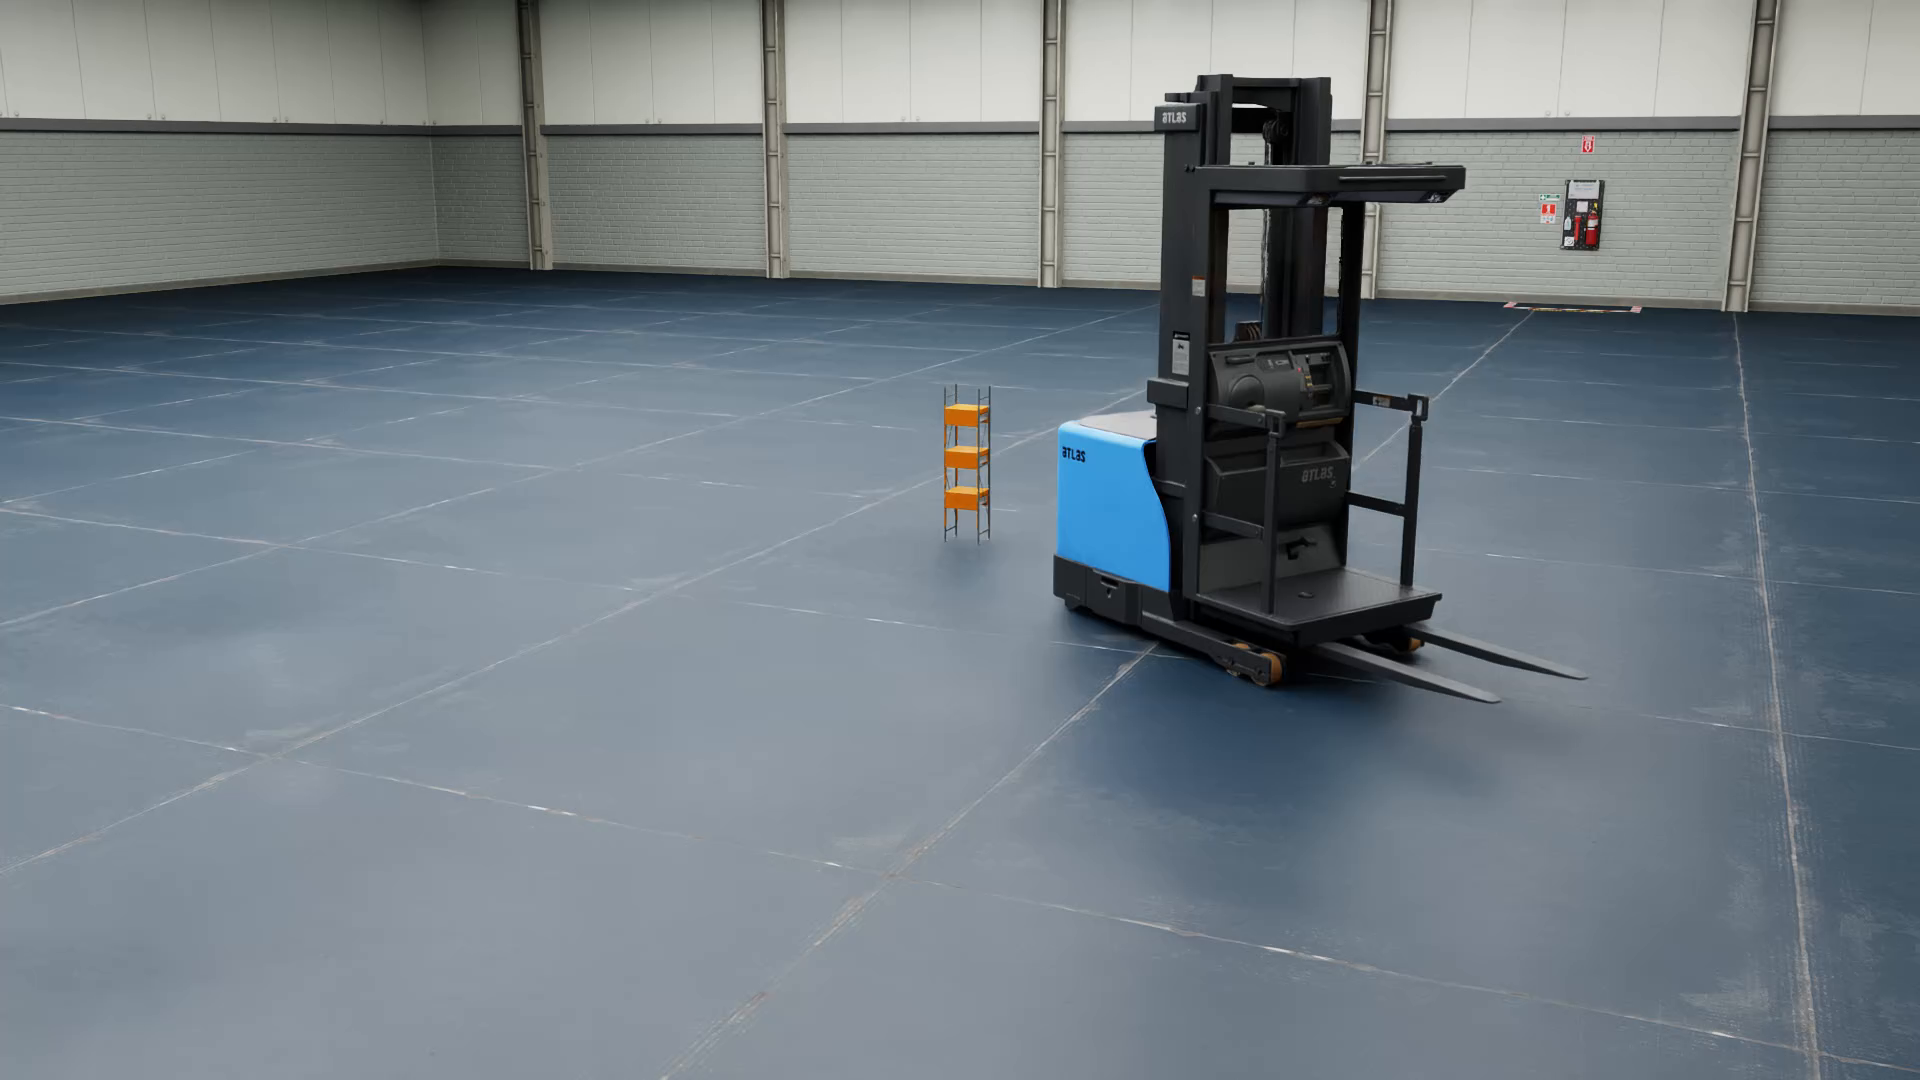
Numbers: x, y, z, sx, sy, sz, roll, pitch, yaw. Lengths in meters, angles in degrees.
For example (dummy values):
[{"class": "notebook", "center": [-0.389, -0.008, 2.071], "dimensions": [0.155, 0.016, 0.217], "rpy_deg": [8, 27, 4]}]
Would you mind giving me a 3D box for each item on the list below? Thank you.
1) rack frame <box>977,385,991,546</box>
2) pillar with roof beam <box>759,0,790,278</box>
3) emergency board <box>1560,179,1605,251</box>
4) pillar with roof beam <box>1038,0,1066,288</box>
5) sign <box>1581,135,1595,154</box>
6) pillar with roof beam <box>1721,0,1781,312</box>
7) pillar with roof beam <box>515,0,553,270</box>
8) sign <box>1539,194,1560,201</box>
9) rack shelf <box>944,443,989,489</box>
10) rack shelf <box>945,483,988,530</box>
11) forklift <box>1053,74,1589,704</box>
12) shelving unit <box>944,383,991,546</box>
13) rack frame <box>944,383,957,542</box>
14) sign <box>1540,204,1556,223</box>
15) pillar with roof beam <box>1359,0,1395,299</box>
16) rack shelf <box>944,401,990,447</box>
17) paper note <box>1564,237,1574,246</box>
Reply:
[{"class": "rack frame", "center": [0.160, -0.495, 11.066], "dimensions": [0.008, 1.050, 0.200], "rpy_deg": [6, 14, 23]}, {"class": "pillar with roof beam", "center": [-5.497, -8.908, 29.521], "dimensions": [0.400, 9.000, 9.100], "rpy_deg": [6, 14, 23]}, {"class": "emergency board", "center": [10.460, -5.458, 27.949], "dimensions": [0.643, 1.169, 0.194], "rpy_deg": [6, 14, 23]}, {"class": "pillar with roof beam", "center": [-0.011, -8.353, 27.155], "dimensions": [0.400, 9.000, 9.100], "rpy_deg": [6, 14, 23]}, {"class": "sign", "center": [10.493, -6.608, 27.776], "dimensions": [0.199, 0.298, 0.001], "rpy_deg": [6, 14, 23]}, {"class": "pillar with roof beam", "center": [10.960, -7.243, 22.423], "dimensions": [0.400, 9.000, 9.100], "rpy_deg": [6, 14, 23]}, {"class": "pillar with roof beam", "center": [-10.983, -9.464, 31.887], "dimensions": [0.400, 9.000, 9.100], "rpy_deg": [6, 14, 23]}, {"class": "sign", "center": [9.997, -5.804, 28.184], "dimensions": [0.331, 0.109, 0.001], "rpy_deg": [6, 14, 23]}, {"class": "rack shelf", "center": [0.049, -0.496, 11.116], "dimensions": [0.240, 0.259, 0.215], "rpy_deg": [6, 14, 23]}, {"class": "rack shelf", "center": [0.049, -0.225, 11.180], "dimensions": [0.240, 0.259, 0.215], "rpy_deg": [6, 14, 23]}, {"class": "forklift", "center": [1.769, -0.830, 8.376], "dimensions": [1.130, 2.935, 3.031], "rpy_deg": [-9, 16, -32]}, {"class": "shelving unit", "center": [0.049, -0.506, 11.114], "dimensions": [0.252, 1.050, 0.215], "rpy_deg": [6, 14, 23]}, {"class": "rack frame", "center": [-0.063, -0.517, 11.162], "dimensions": [0.008, 1.050, 0.200], "rpy_deg": [6, 14, 23]}, {"class": "sign", "center": [9.996, -5.548, 28.255], "dimensions": [0.234, 0.329, 0.001], "rpy_deg": [6, 14, 23]}, {"class": "pillar with roof beam", "center": [5.475, -7.798, 24.789], "dimensions": [0.400, 9.000, 9.100], "rpy_deg": [6, 14, 23]}, {"class": "rack shelf", "center": [0.049, -0.772, 11.051], "dimensions": [0.240, 0.259, 0.215], "rpy_deg": [6, 14, 23]}, {"class": "paper note", "center": [10.326, -5.060, 28.181], "dimensions": [0.142, 0.148, 0.016], "rpy_deg": [6, 14, 23]}]
